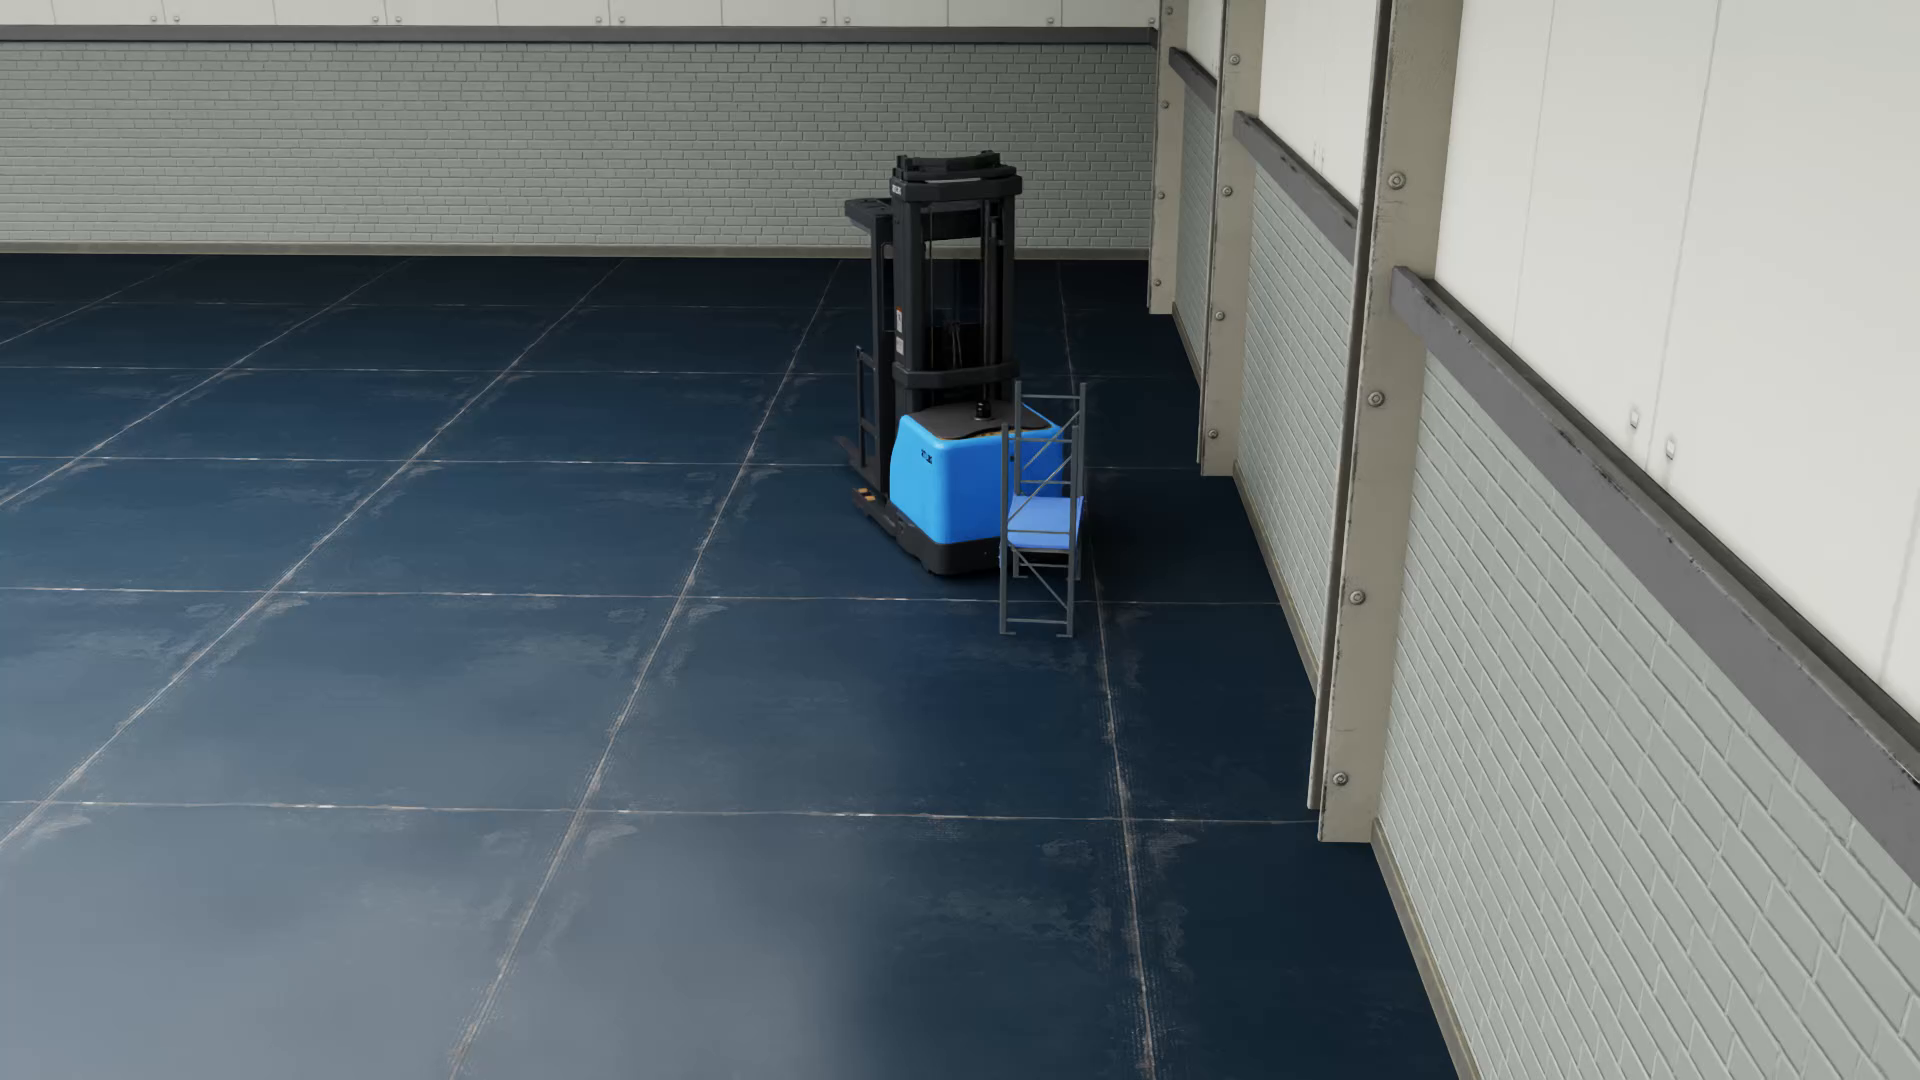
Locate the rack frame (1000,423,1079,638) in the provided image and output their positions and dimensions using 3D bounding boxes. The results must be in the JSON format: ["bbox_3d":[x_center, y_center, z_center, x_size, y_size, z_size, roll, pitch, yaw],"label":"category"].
[{"bbox_3d":[0.522,-0.050,11.083,0.500,1.500,0.032,2,21,6],"label":"rack frame"}]

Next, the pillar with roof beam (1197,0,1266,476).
[{"bbox_3d":[-2.042,-4.872,13.146,9.100,9.000,0.400,1,21,2],"label":"pillar with roof beam"}]

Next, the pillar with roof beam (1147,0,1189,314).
[{"bbox_3d":[-1.860,-7.042,18.737,9.100,9.000,0.400,1,21,2],"label":"pillar with roof beam"}]

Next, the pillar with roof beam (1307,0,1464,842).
[{"bbox_3d":[-2.225,-2.703,7.554,9.100,9.000,0.400,1,21,2],"label":"pillar with roof beam"}]

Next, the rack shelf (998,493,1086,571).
[{"bbox_3d":[0.582,-0.064,11.619,0.538,0.185,1.000,2,21,6],"label":"rack shelf"}]

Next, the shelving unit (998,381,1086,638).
[{"bbox_3d":[0.582,-0.232,11.554,0.538,1.500,1.048,2,21,6],"label":"shelving unit"}]

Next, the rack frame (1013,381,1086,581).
[{"bbox_3d":[0.642,-0.415,12.024,0.500,1.500,0.032,2,21,6],"label":"rack frame"}]

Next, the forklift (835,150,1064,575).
[{"bbox_3d":[-0.240,-1.611,13.130,1.130,2.935,3.031,-8,23,-20],"label":"forklift"}]
